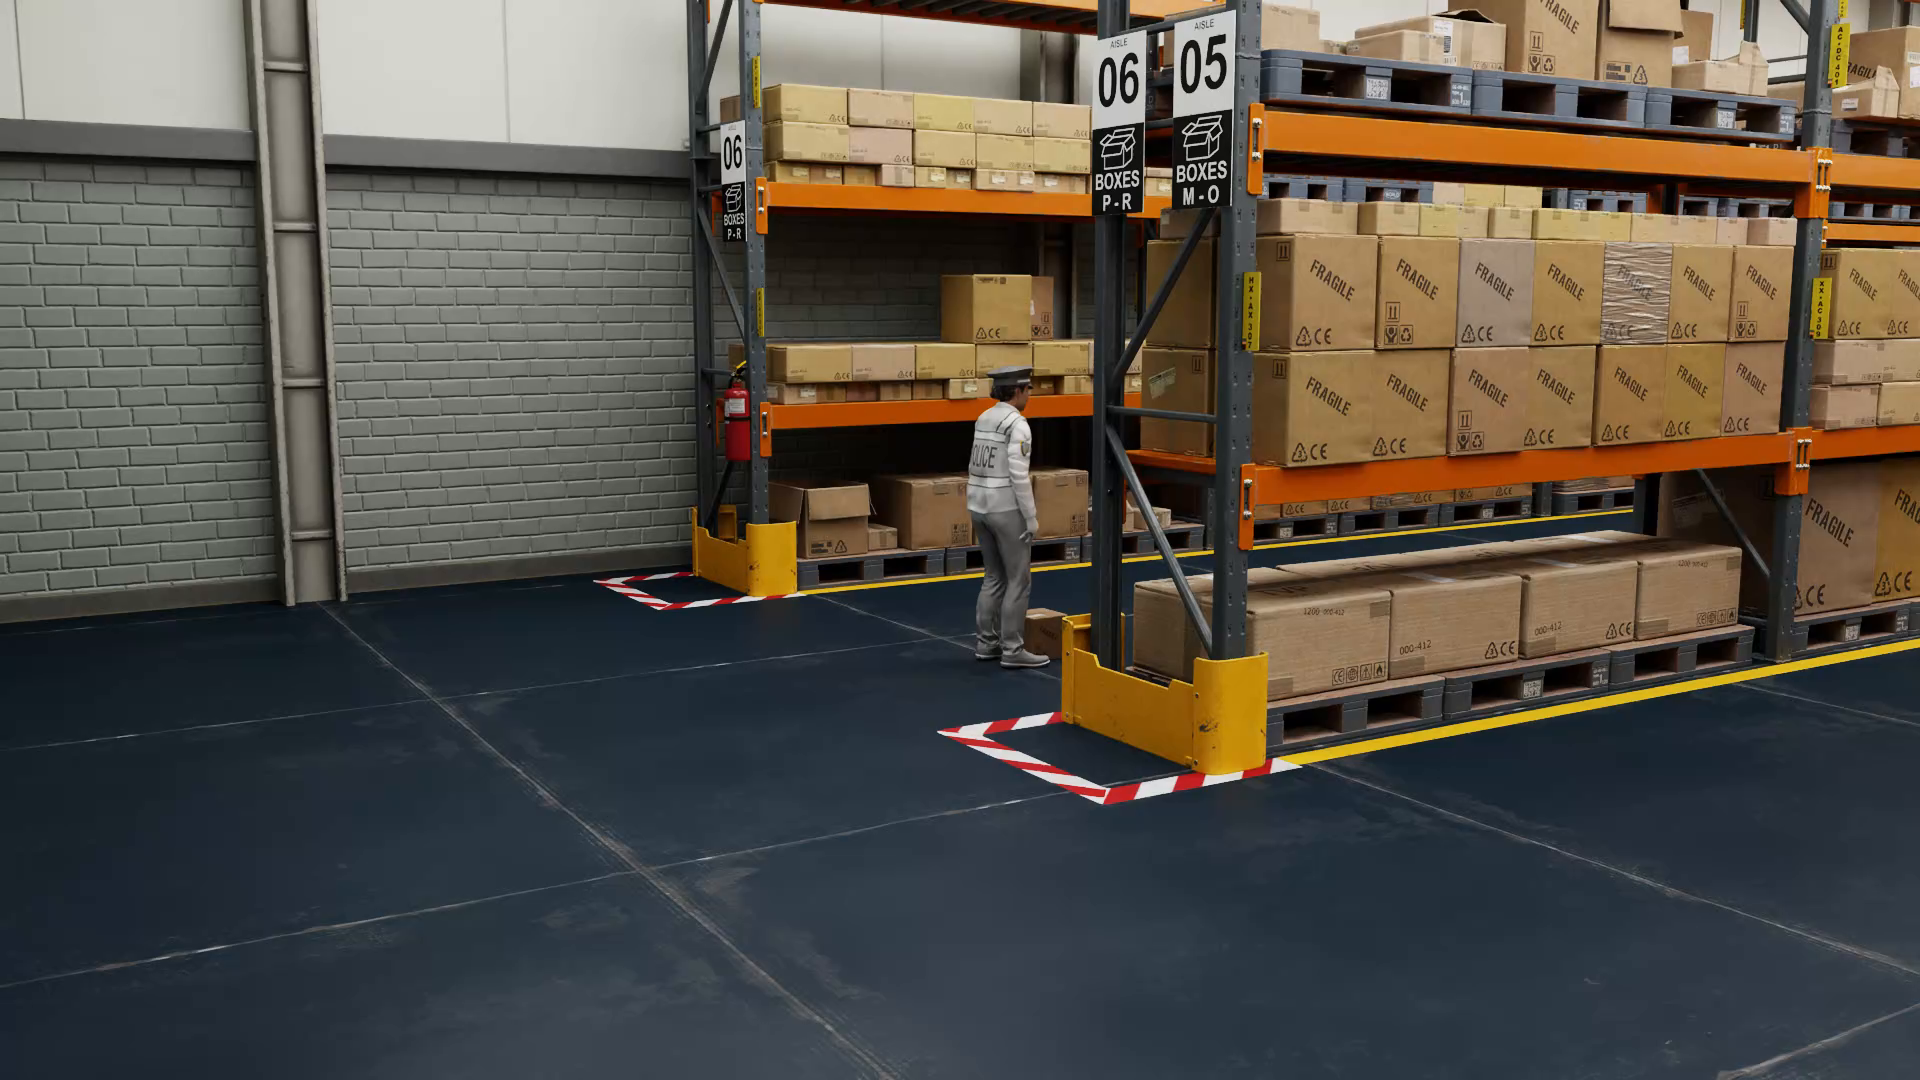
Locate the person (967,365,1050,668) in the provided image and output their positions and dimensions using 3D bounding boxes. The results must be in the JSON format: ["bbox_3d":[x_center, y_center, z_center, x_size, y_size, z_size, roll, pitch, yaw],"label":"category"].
[{"bbox_3d":[0.246,-0.138,9.269,0.374,1.664,0.529,-5,10,-31],"label":"person"}]
